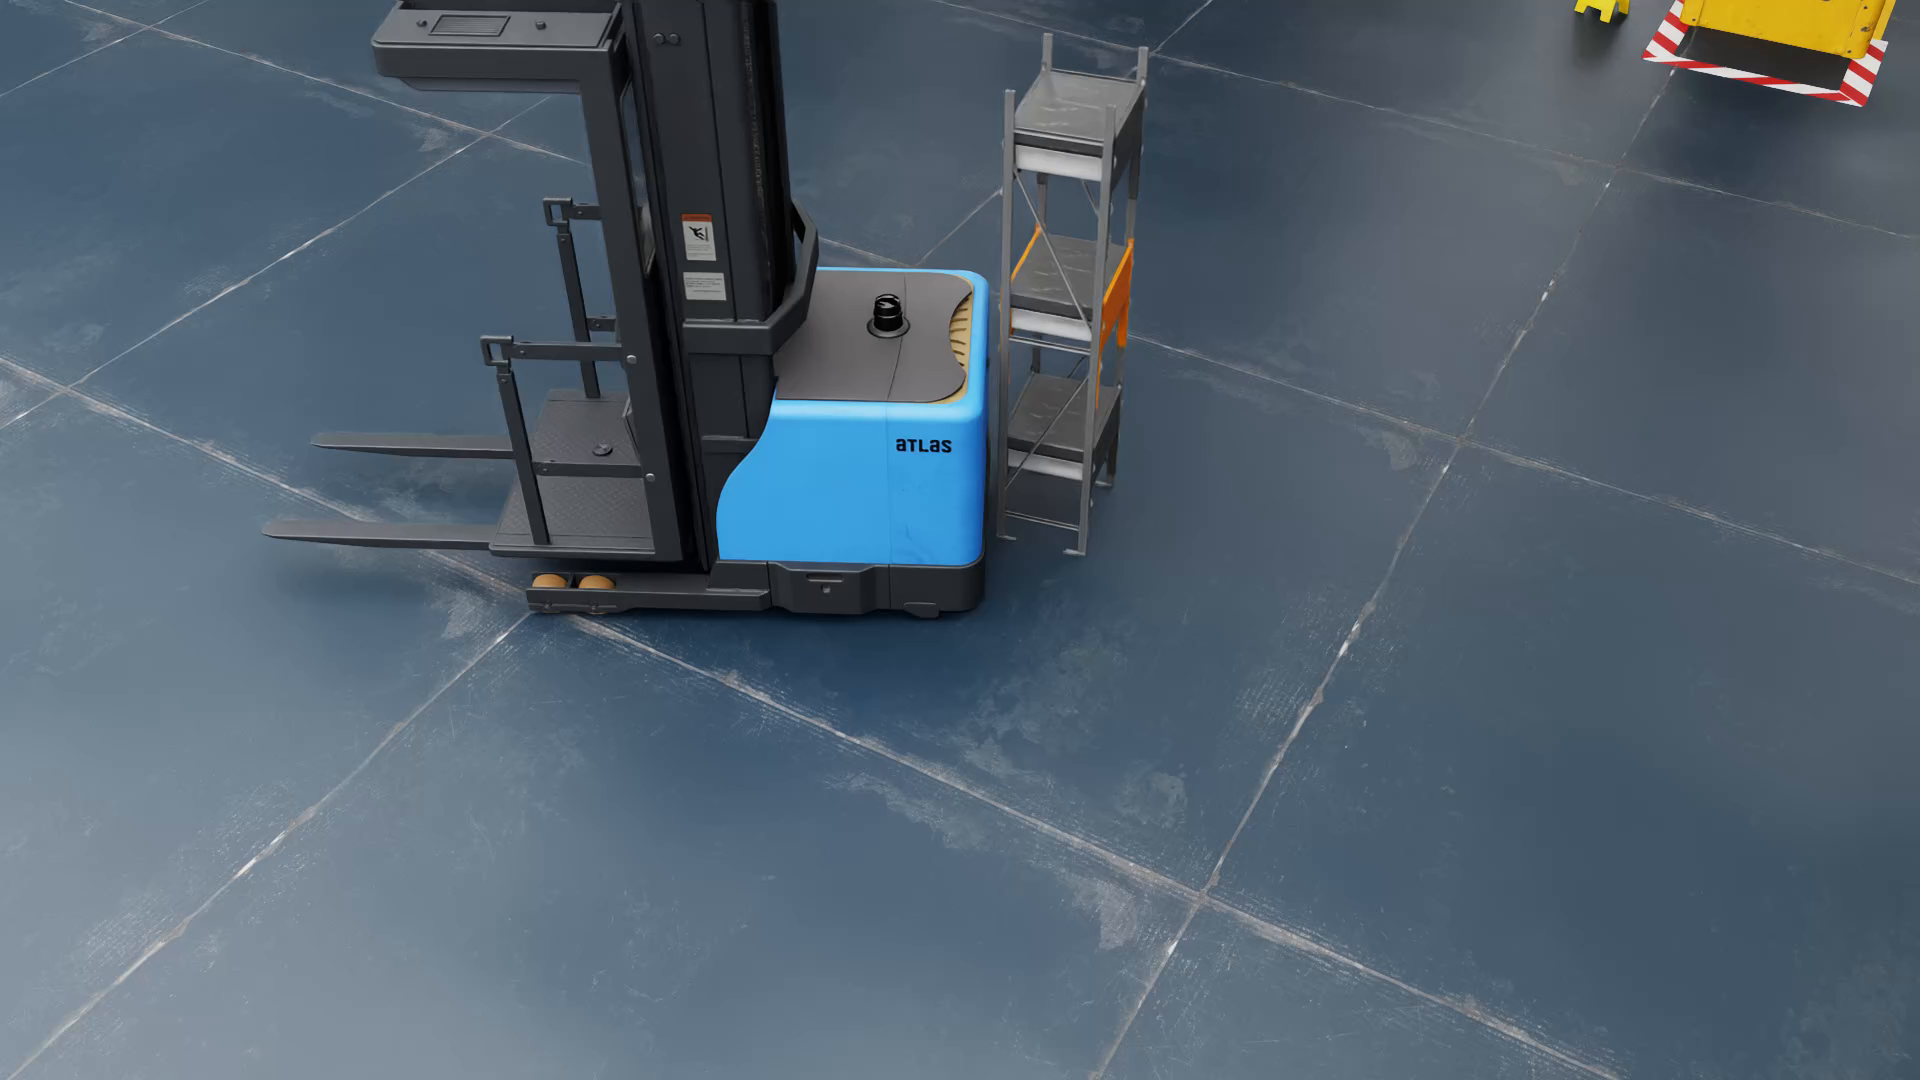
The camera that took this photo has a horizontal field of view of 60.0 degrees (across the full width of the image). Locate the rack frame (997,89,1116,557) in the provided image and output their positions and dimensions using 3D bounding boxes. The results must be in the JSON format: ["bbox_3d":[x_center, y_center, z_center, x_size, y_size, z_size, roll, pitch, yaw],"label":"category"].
[{"bbox_3d":[0.352,-0.761,6.526,0.400,2.100,0.015,12,43,14],"label":"rack frame"}]

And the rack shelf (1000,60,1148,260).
[{"bbox_3d":[0.428,-1.429,6.246,0.431,0.518,0.480,12,43,14],"label":"rack shelf"}]

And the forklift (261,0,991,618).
[{"bbox_3d":[-1.396,-1.139,6.326,3.031,2.935,1.130,2,41,2],"label":"forklift"}]

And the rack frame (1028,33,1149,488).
[{"bbox_3d":[0.505,-1.068,6.874,0.400,2.100,0.015,12,43,14],"label":"rack frame"}]

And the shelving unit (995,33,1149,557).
[{"bbox_3d":[0.428,-0.914,6.700,0.431,2.100,0.503,12,43,14],"label":"shelving unit"}]

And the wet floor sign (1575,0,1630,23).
[{"bbox_3d":[4.370,-3.840,11.122,0.232,0.644,0.267,-29,49,-29],"label":"wet floor sign"}]

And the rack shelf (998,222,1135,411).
[{"bbox_3d":[0.428,-0.904,6.709,0.431,0.518,0.480,12,43,14],"label":"rack shelf"}]

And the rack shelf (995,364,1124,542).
[{"bbox_3d":[0.428,-0.379,7.171,0.431,0.518,0.480,12,43,14],"label":"rack shelf"}]

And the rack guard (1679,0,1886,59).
[{"bbox_3d":[5.430,-3.584,10.941,1.175,0.500,0.348,21,45,22],"label":"rack guard"}]
